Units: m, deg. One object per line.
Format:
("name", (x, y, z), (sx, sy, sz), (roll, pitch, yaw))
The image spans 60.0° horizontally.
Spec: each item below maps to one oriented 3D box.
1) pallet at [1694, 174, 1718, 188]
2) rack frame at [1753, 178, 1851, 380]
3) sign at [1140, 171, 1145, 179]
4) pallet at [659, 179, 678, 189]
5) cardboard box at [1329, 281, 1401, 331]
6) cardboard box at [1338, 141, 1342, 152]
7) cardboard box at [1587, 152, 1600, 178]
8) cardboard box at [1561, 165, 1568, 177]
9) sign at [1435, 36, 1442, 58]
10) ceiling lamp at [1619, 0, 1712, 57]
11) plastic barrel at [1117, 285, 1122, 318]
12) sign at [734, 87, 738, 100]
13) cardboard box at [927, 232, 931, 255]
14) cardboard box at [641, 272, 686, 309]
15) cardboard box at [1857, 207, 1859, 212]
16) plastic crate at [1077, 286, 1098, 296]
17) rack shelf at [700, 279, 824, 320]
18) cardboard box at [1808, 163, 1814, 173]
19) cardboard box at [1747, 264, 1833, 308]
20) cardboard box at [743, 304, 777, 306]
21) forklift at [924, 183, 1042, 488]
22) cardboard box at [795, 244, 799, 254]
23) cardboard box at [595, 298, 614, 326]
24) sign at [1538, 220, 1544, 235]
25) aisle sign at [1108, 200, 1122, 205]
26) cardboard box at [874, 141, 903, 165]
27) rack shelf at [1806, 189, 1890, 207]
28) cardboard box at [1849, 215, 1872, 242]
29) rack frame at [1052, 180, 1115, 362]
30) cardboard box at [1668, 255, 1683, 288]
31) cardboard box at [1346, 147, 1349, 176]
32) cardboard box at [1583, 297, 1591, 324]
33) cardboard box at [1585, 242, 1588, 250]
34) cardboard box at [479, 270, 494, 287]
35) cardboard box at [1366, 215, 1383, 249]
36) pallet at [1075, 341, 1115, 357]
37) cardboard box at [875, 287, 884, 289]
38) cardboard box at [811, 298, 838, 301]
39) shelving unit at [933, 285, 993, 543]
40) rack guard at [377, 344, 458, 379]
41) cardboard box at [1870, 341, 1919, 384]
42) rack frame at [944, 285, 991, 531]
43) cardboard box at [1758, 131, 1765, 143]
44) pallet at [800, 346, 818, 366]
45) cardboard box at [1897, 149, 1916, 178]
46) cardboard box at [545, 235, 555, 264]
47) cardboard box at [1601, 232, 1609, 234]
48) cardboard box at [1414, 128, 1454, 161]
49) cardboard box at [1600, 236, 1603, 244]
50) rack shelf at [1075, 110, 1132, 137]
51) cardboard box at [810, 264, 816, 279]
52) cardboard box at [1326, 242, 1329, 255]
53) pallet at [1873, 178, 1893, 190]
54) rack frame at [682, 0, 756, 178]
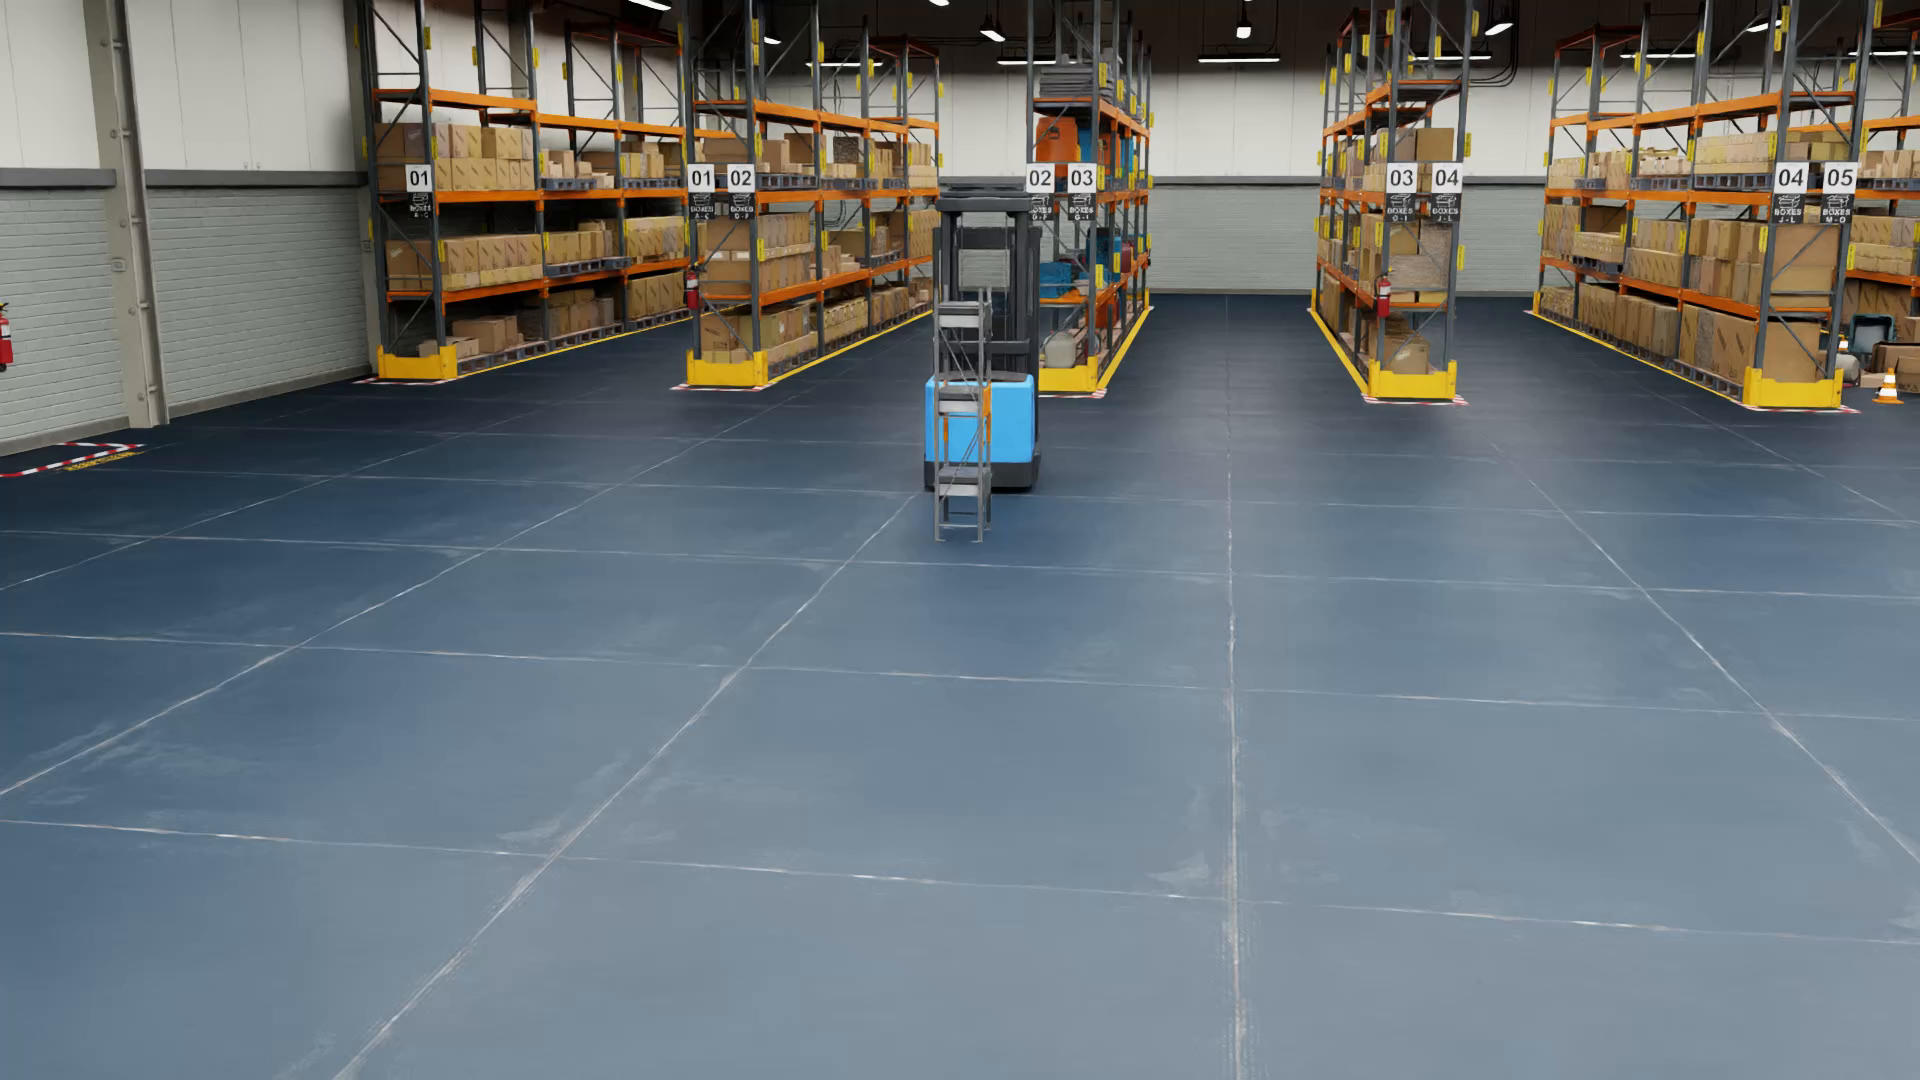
("pallet", (11.692, -5.378, 24.917), (1.003, 0.211, 1.213), (2, 12, 9))
("rack frame", (11.213, -3.292, 22.149), (1.000, 3.000, 0.127), (2, 12, 9))
("sign", (3.822, -7.585, 34.927), (0.100, 0.325, 0.005), (2, 12, 9))
("pallet", (-6.603, -7.634, 35.629), (0.805, 0.209, 1.217), (1, 12, 6))
("cardboard box", (7.684, -4.449, 31.563), (1.225, 0.875, 0.875), (1, 12, 6))
("cardboard box", (8.468, -8.520, 36.037), (0.500, 0.250, 0.500), (1, 12, 7))
("cardboard box", (12.891, -7.435, 33.020), (0.700, 0.500, 0.500), (2, 12, 9))
("cardboard box", (13.104, -7.858, 35.387), (0.500, 0.250, 0.500), (1, 12, 7))
("sign", (7.476, -7.713, 26.018), (0.100, 0.325, 0.005), (2, 12, 9))
("ceiling lamp", (16.597, -12.907, 38.667), (2.000, 3.185, 0.800), (2, 12, 9))
("plastic barrel", (3.069, -5.052, 34.298), (0.600, 0.901, 0.708), (2, 12, 9))
("sign", (-5.361, -10.693, 39.847), (0.100, 0.325, 0.005), (2, 12, 9))
("cardboard box", (-0.958, -6.861, 38.473), (0.500, 0.500, 0.500), (2, 12, 9))
("cardboard box", (-6.482, -5.468, 36.352), (0.750, 0.750, 0.750), (2, 12, 9))
("cardboard box", (17.846, -6.631, 33.493), (0.380, 0.149, 0.250), (2, 12, 10))
("plastic crate", (1.889, -3.681, 24.581), (0.298, 0.136, 0.250), (2, 12, 9))
("rack shelf", (-3.153, -3.860, 26.493), (1.077, 0.370, 4.000), (2, 12, 9))
("cardboard box", (11.621, -5.004, 22.334), (0.380, 0.149, 0.250), (2, 12, 9))
("cardboard box", (11.225, -3.444, 22.498), (0.875, 0.550, 0.550), (2, 12, 9))
("cardboard box", (-3.295, -3.665, 27.630), (0.500, 0.500, 0.500), (2, 12, 9))
("forklift", (0.286, -2.195, 17.223), (1.130, 2.935, 3.031), (1, 12, 4))
("cardboard box", (-2.834, -4.719, 26.993), (0.380, 0.149, 0.250), (2, 12, 8))
("cardboard box", (-7.185, -4.462, 32.468), (0.700, 0.500, 0.500), (2, 12, 9))
("sign", (13.137, -7.063, 37.594), (0.100, 0.325, 0.005), (2, 12, 9))
("aisle sign", (3.612, -8.260, 39.032), (0.394, 0.787, 0.004), (2, 12, 9))
("cardboard box", (-1.578, -8.400, 36.120), (0.700, 0.500, 0.500), (2, 12, 9))
("rack shelf", (18.273, -7.182, 34.785), (1.077, 0.370, 4.000), (2, 12, 9))
("cardboard box", (17.613, -6.106, 32.596), (0.500, 0.500, 0.500), (2, 12, 9))
("rack frame", (2.049, -4.467, 27.601), (1.000, 3.000, 0.127), (2, 12, 9))
("cardboard box", (11.644, -4.291, 26.546), (0.500, 0.500, 0.500), (2, 12, 8))
("cardboard box", (7.231, -6.809, 29.925), (0.500, 0.500, 0.500), (2, 12, 9))
("cardboard box", (12.603, -4.518, 32.774), (0.500, 0.500, 0.500), (2, 12, 11))
("cardboard box", (12.387, -5.733, 32.368), (0.380, 0.149, 0.250), (2, 12, 11))
("cardboard box", (-7.817, -4.197, 26.659), (0.500, 0.250, 0.500), (2, 12, 8))
("cardboard box", (6.469, -4.696, 25.346), (0.500, 0.500, 0.500), (2, 12, 9))
("pallet", (2.131, -3.269, 28.659), (1.003, 0.211, 1.213), (2, 12, 9))
("cardboard box", (-1.930, -5.194, 35.863), (0.500, 0.500, 0.500), (1, 12, 6))
("cardboard box", (-2.601, -4.497, 31.937), (0.500, 0.311, 0.500), (2, 12, 11))
("shelving unit", (0.025, -1.061, 13.932), (0.431, 2.100, 0.503), (2, 12, 9))
("rack guard", (-8.344, -2.749, 25.563), (1.175, 0.500, 0.348), (2, 12, 9))
("cardboard box", (14.024, -2.641, 24.733), (0.797, 0.637, 0.503), (2, 12, 9))
("rack frame", (0.063, -1.112, 14.168), (0.400, 2.100, 0.015), (2, 12, 9))
("cardboard box", (10.969, -5.413, 22.338), (0.380, 0.149, 0.250), (2, 12, 9))
("pallet", (-3.009, -3.101, 27.881), (1.003, 0.211, 1.213), (2, 12, 9))
("cardboard box", (17.314, -6.751, 29.844), (0.700, 0.500, 0.500), (1, 12, 6))
("cardboard box", (-7.629, -5.157, 29.520), (0.700, 0.500, 0.500), (2, 12, 9))
("cardboard box", (13.384, -6.079, 34.139), (0.500, 0.500, 0.500), (2, 12, 8))
("cardboard box", (6.823, -5.679, 23.975), (0.500, 0.500, 0.500), (2, 12, 8))
("cardboard box", (12.184, -5.610, 31.092), (0.380, 0.149, 0.250), (2, 12, 10))
("rack shelf", (2.356, -7.269, 29.018), (1.077, 0.370, 4.000), (2, 12, 9))
("cardboard box", (-2.813, -4.659, 28.847), (0.500, 0.250, 0.500), (3, 12, 12))
("cardboard box", (7.981, -6.144, 35.034), (0.500, 0.250, 0.500), (2, 12, 8))
("pallet", (17.565, -6.561, 30.644), (1.003, 0.211, 1.213), (2, 12, 11))
("rack frame", (-3.460, -6.728, 23.853), (1.000, 3.000, 0.127), (2, 12, 9))
